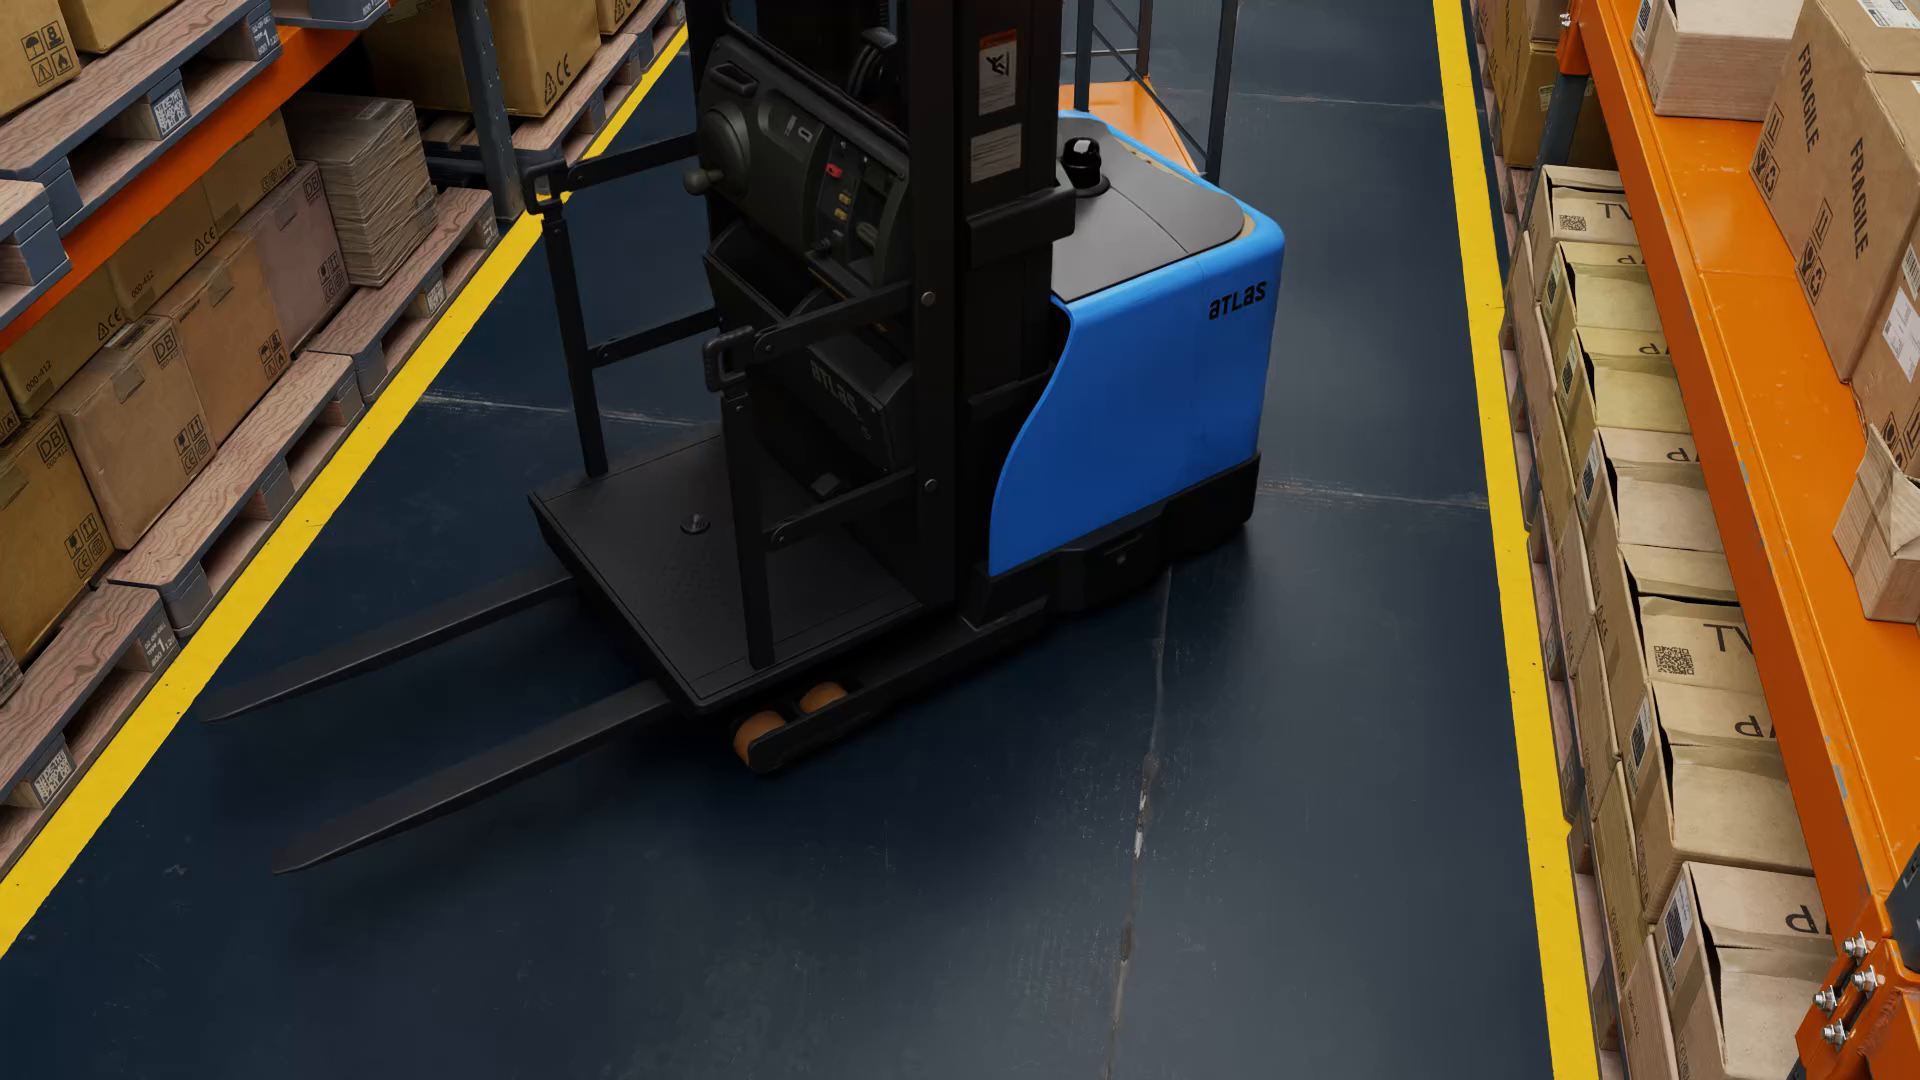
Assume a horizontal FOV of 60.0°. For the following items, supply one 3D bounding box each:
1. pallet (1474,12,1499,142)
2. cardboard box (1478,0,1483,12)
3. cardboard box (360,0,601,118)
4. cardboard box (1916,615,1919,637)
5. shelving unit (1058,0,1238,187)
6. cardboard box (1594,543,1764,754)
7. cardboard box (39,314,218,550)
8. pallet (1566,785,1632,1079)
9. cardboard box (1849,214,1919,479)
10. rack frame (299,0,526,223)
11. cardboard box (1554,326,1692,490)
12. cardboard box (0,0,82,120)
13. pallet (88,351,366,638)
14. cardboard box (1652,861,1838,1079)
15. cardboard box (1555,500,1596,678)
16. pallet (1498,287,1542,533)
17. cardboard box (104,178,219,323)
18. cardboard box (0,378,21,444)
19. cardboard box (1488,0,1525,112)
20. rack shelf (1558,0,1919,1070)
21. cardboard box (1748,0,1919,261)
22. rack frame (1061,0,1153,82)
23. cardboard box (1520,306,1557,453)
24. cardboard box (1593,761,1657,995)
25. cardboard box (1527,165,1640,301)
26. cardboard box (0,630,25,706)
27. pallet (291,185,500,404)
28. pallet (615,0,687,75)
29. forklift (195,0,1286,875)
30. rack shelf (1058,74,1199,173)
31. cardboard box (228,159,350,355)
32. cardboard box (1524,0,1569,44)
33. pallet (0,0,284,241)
[{"bbox_3d":[2.949,-2.159,7.696,1.003,0.211,1.213,6,40,8],"label":"pallet"},{"bbox_3d":[2.762,-2.797,7.896,0.500,0.500,0.500,7,40,8],"label":"cardboard box"},{"bbox_3d":[-2.054,-2.330,7.072,0.750,0.750,0.750,6,40,7],"label":"cardboard box"},{"bbox_3d":[1.919,0.248,2.713,0.500,0.250,0.500,9,40,10],"label":"cardboard box"},{"bbox_3d":[0.539,-1.519,5.910,0.587,1.500,1.083,-5,40,-6],"label":"shelving unit"},{"bbox_3d":[1.837,0.260,3.970,0.500,0.311,0.500,6,40,8],"label":"cardboard box"},{"bbox_3d":[-2.724,-0.355,4.942,0.700,0.500,0.500,7,40,8],"label":"cardboard box"},{"bbox_3d":[1.966,1.112,3.739,1.003,0.211,1.213,6,40,8],"label":"pallet"},{"bbox_3d":[2.117,-0.345,3.235,0.500,0.500,0.500,9,40,11],"label":"cardboard box"},{"bbox_3d":[-2.311,-2.550,5.980,1.000,3.000,0.127,6,40,8],"label":"rack frame"},{"bbox_3d":[2.016,-0.378,4.741,0.500,0.311,0.500,5,40,6],"label":"cardboard box"},{"bbox_3d":[-2.694,-1.330,4.081,0.700,0.500,0.500,12,41,14],"label":"cardboard box"},{"bbox_3d":[-2.661,-0.222,5.352,1.003,0.211,1.213,6,40,8],"label":"pallet"},{"bbox_3d":[1.664,0.900,3.195,0.500,0.311,0.500,6,40,8],"label":"cardboard box"},{"bbox_3d":[1.930,0.152,4.540,0.500,0.250,0.500,7,40,9],"label":"cardboard box"},{"bbox_3d":[2.388,-0.419,5.591,1.003,0.211,1.213,6,40,8],"label":"pallet"},{"bbox_3d":[-2.628,-0.913,5.029,0.500,0.250,0.500,6,40,7],"label":"cardboard box"},{"bbox_3d":[-2.819,-0.275,4.257,0.500,0.250,0.500,6,40,7],"label":"cardboard box"},{"bbox_3d":[2.589,-2.150,7.113,0.500,0.500,0.500,5,40,6],"label":"cardboard box"},{"bbox_3d":[2.223,-0.474,4.033,1.077,0.370,4.000,6,40,8],"label":"rack shelf"},{"bbox_3d":[2.295,-0.990,4.015,0.500,0.500,0.500,4,40,5],"label":"cardboard box"},{"bbox_3d":[0.469,-1.834,6.291,0.500,1.500,0.032,-5,40,-6],"label":"rack frame"},{"bbox_3d":[2.103,-0.496,5.325,0.500,0.250,0.500,5,40,6],"label":"cardboard box"},{"bbox_3d":[1.752,0.793,3.766,0.500,0.250,0.500,6,40,7],"label":"cardboard box"},{"bbox_3d":[2.189,-1.028,5.528,0.500,0.311,0.500,8,40,9],"label":"cardboard box"},{"bbox_3d":[-2.892,0.290,4.161,0.700,0.500,0.500,8,40,9],"label":"cardboard box"},{"bbox_3d":[-2.447,-0.985,6.276,1.003,0.211,1.213,6,40,8],"label":"pallet"},{"bbox_3d":[-1.887,-2.725,8.380,1.003,0.211,1.213,6,40,8],"label":"pallet"},{"bbox_3d":[-0.575,-0.889,4.024,3.031,2.935,1.130,-24,45,-26],"label":"forklift"},{"bbox_3d":[0.541,-1.375,6.018,0.538,0.185,1.000,-5,40,-6],"label":"rack shelf"},{"bbox_3d":[-2.588,-0.988,5.708,0.700,0.500,0.500,6,40,8],"label":"cardboard box"},{"bbox_3d":[2.505,-2.150,6.524,0.500,0.250,0.500,8,40,9],"label":"cardboard box"},{"bbox_3d":[-2.613,-1.229,4.533,1.003,0.211,1.213,6,40,8],"label":"pallet"}]
